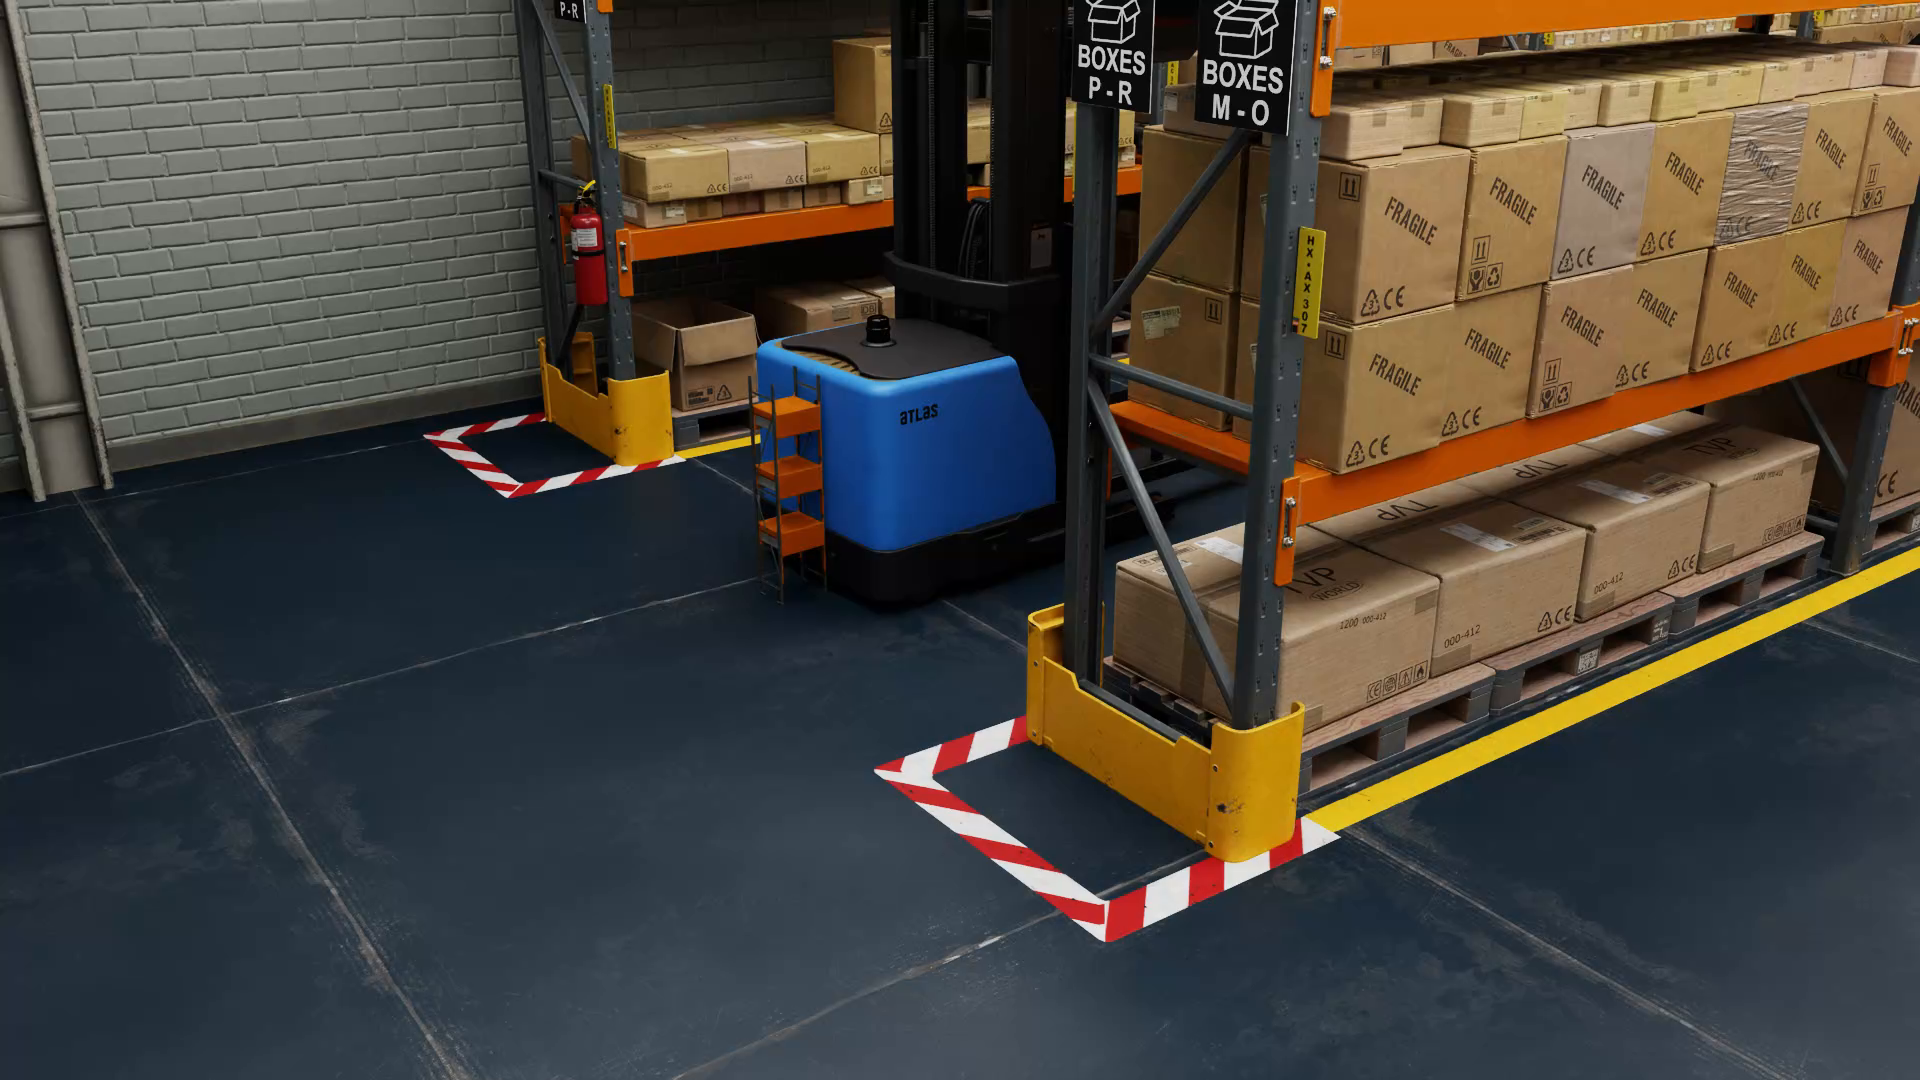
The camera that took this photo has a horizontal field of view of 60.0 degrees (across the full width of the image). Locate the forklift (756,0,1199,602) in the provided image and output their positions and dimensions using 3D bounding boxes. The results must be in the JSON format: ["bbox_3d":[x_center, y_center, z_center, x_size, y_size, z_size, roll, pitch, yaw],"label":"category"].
[{"bbox_3d":[0.480,-1.510,8.225,3.031,2.935,1.130,-17,27,-37],"label":"forklift"}]

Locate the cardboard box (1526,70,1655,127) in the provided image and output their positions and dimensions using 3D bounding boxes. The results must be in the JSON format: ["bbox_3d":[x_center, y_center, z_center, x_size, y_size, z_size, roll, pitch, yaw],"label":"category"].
[{"bbox_3d":[2.244,-1.587,5.966,0.250,0.149,0.380,-15,26,-32],"label":"cardboard box"}]

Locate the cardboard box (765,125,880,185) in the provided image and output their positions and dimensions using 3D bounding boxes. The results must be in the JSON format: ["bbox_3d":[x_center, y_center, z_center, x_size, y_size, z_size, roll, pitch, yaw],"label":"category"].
[{"bbox_3d":[-0.825,-2.303,9.920,0.500,0.250,0.500,-16,26,-34],"label":"cardboard box"}]

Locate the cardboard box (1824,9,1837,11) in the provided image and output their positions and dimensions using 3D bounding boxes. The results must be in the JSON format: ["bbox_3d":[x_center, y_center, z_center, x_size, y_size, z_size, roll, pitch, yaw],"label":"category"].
[{"bbox_3d":[8.003,-5.060,15.618,0.250,0.149,0.380,-14,26,-32],"label":"cardboard box"}]

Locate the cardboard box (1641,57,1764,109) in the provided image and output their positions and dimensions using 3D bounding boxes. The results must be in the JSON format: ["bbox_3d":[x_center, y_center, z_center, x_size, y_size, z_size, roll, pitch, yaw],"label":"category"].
[{"bbox_3d":[2.841,-1.762,6.406,0.250,0.149,0.380,-16,27,-34],"label":"cardboard box"}]

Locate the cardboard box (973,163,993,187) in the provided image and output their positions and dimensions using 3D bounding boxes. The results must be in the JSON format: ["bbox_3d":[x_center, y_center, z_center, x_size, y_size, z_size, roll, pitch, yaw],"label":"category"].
[{"bbox_3d":[0.151,-2.362,10.608,0.250,0.149,0.380,-15,26,-34],"label":"cardboard box"}]

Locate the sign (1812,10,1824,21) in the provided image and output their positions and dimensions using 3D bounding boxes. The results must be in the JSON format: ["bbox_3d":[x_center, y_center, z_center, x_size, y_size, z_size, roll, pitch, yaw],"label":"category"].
[{"bbox_3d":[7.896,-4.934,15.259,0.005,0.325,0.100,-15,26,-33],"label":"sign"}]

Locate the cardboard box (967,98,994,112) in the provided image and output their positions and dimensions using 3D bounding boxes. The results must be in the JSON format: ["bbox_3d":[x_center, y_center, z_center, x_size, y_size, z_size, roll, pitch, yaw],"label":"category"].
[{"bbox_3d":[0.115,-2.795,11.154,0.500,0.250,0.500,-15,26,-33],"label":"cardboard box"}]

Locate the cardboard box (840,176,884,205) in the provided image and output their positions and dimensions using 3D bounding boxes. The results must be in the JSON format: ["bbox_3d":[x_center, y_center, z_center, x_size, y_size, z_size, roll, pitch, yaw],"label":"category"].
[{"bbox_3d":[-0.668,-2.133,10.033,0.250,0.149,0.380,-16,27,-34],"label":"cardboard box"}]

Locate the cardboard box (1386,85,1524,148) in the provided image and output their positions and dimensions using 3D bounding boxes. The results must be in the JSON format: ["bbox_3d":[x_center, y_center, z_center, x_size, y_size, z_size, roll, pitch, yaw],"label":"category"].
[{"bbox_3d":[1.631,-1.410,5.523,0.250,0.149,0.380,-14,26,-31],"label":"cardboard box"}]

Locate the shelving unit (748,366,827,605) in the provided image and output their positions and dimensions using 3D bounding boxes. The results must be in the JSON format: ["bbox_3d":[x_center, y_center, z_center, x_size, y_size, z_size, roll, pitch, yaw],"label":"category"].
[{"bbox_3d":[-0.784,-0.246,7.595,0.252,1.050,0.215,-17,27,-36],"label":"shelving unit"}]

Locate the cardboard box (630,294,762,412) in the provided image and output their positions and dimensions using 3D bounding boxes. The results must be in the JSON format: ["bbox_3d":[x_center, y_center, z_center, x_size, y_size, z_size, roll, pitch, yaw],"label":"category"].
[{"bbox_3d":[-1.618,-1.136,9.999,0.637,0.503,0.797,-16,27,-35],"label":"cardboard box"}]

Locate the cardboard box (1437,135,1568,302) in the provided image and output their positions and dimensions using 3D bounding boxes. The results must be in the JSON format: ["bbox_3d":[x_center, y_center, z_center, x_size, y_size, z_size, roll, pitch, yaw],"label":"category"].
[{"bbox_3d":[1.704,-1.147,5.741,0.500,0.500,0.500,-16,27,-34],"label":"cardboard box"}]

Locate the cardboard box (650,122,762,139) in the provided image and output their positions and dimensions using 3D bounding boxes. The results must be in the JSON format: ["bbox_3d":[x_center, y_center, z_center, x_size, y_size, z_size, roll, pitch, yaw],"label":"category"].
[{"bbox_3d":[-1.532,-2.356,10.055,0.500,0.250,0.500,-15,26,-33],"label":"cardboard box"}]

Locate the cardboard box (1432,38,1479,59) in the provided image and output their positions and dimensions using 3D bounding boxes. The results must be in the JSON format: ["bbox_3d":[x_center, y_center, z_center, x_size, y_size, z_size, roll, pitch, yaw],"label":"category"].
[{"bbox_3d":[3.815,-3.906,13.435,0.500,0.500,0.500,-14,25,-30],"label":"cardboard box"}]

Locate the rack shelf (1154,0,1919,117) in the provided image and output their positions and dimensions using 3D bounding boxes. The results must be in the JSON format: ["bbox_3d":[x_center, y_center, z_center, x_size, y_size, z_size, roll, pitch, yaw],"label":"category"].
[{"bbox_3d":[2.356,-1.996,6.276,4.000,0.370,1.077,-15,26,-33],"label":"rack shelf"}]

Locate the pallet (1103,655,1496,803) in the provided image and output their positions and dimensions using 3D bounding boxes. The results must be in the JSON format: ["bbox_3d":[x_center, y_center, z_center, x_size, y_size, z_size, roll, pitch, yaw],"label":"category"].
[{"bbox_3d":[1.336,0.594,6.623,1.213,0.211,1.003,-15,26,-33],"label":"pallet"}]

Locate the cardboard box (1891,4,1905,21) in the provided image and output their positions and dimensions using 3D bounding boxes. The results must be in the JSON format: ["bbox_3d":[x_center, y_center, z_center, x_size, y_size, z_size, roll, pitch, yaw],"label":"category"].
[{"bbox_3d":[9.040,-5.200,16.371,0.250,0.149,0.380,-16,27,-35],"label":"cardboard box"}]

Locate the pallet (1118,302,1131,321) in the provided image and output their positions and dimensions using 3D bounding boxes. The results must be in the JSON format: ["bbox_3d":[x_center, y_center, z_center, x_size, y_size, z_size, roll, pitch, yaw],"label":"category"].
[{"bbox_3d":[1.716,-1.755,12.510,1.213,0.211,1.003,-15,26,-33],"label":"pallet"}]

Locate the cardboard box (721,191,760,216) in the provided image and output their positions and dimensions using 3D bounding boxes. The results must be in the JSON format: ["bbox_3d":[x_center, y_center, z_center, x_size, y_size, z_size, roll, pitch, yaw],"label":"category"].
[{"bbox_3d":[-1.370,-2.005,9.713,0.250,0.149,0.380,-15,26,-34],"label":"cardboard box"}]

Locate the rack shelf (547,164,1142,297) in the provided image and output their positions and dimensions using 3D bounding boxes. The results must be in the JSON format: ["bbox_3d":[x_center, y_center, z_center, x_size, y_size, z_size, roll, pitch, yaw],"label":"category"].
[{"bbox_3d":[-0.546,-2.096,10.572,4.000,0.370,1.077,-15,26,-33],"label":"rack shelf"}]

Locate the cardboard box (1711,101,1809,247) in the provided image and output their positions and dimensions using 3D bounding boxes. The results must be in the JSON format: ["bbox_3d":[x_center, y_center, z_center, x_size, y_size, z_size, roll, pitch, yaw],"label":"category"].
[{"bbox_3d":[2.933,-1.476,6.563,0.500,0.500,0.500,-15,26,-32],"label":"cardboard box"}]

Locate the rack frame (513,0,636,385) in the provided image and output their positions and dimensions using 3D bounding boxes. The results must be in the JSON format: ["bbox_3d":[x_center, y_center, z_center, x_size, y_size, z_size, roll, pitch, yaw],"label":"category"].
[{"bbox_3d":[-2.169,-1.997,9.354,0.127,3.000,1.000,-15,26,-33],"label":"rack frame"}]

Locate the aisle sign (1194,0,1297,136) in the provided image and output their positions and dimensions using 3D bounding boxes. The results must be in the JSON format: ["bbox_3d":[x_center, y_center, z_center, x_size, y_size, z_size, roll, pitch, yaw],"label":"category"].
[{"bbox_3d":[0.843,-1.609,4.874,0.004,0.787,0.394,-15,26,-33],"label":"aisle sign"}]

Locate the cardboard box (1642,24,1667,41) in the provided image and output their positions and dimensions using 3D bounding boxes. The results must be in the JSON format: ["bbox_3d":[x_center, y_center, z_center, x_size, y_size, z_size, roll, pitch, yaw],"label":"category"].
[{"bbox_3d":[5.797,-4.339,14.213,0.250,0.149,0.380,-14,26,-32],"label":"cardboard box"}]

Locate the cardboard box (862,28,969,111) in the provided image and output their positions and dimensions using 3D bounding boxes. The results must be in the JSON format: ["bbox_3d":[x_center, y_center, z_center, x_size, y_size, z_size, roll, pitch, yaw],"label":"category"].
[{"bbox_3d":[-0.287,-3.037,10.750,0.500,0.500,0.500,-16,27,-34],"label":"cardboard box"}]

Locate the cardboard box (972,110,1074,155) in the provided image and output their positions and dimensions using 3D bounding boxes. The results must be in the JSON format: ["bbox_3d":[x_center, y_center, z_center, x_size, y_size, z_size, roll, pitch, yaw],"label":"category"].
[{"bbox_3d":[0.409,-2.635,10.753,0.500,0.250,0.500,-15,26,-33],"label":"cardboard box"}]

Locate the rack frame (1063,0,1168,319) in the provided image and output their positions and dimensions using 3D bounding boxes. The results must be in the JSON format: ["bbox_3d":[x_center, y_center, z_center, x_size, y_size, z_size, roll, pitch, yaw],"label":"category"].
[{"bbox_3d":[1.078,-2.863,11.523,0.127,3.000,1.000,-15,26,-33],"label":"rack frame"}]

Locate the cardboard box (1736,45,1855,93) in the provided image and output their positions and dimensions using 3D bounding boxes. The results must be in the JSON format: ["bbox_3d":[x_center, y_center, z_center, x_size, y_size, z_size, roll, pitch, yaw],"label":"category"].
[{"bbox_3d":[3.430,-1.945,6.863,0.250,0.149,0.380,-15,26,-33],"label":"cardboard box"}]

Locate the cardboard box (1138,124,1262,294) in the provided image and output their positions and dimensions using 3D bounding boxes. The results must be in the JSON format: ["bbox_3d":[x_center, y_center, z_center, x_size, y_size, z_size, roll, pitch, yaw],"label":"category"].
[{"bbox_3d":[0.985,-1.191,5.850,0.500,0.500,0.500,-14,26,-31],"label":"cardboard box"}]

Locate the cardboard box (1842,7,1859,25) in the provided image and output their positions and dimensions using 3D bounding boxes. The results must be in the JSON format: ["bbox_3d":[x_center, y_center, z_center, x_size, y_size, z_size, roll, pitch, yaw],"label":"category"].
[{"bbox_3d":[8.388,-5.053,16.003,0.250,0.149,0.380,-15,26,-33],"label":"cardboard box"}]

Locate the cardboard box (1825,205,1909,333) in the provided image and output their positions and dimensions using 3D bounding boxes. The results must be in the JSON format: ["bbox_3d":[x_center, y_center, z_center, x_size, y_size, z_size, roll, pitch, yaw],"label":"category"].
[{"bbox_3d":[3.752,-1.239,7.320,0.500,0.500,0.500,-15,26,-32],"label":"cardboard box"}]

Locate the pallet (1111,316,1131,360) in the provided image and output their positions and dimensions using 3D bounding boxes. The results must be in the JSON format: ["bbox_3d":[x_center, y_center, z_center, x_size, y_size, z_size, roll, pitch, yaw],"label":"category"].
[{"bbox_3d":[0.519,-1.419,11.668,1.213,0.211,1.003,-15,26,-33],"label":"pallet"}]

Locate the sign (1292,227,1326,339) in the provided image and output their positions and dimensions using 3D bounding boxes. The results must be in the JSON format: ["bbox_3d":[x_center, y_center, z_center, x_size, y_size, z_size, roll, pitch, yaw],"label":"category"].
[{"bbox_3d":[1.052,-0.775,5.017,0.005,0.325,0.100,-15,26,-33],"label":"sign"}]

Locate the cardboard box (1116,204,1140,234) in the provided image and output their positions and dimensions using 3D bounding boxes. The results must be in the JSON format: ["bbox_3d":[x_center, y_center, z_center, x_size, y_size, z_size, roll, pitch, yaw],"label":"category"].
[{"bbox_3d":[1.208,-2.365,12.206,0.250,0.149,0.380,-16,27,-35],"label":"cardboard box"}]

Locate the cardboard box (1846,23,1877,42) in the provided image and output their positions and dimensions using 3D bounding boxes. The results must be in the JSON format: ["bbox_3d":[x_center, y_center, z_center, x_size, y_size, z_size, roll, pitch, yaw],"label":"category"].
[{"bbox_3d":[8.497,-4.776,16.183,0.500,0.500,0.500,-14,26,-32],"label":"cardboard box"}]

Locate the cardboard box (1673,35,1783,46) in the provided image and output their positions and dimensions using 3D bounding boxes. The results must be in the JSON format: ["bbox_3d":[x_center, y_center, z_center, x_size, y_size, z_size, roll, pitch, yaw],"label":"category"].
[{"bbox_3d":[3.373,-2.132,7.332,0.250,0.149,0.380,-14,26,-32],"label":"cardboard box"}]

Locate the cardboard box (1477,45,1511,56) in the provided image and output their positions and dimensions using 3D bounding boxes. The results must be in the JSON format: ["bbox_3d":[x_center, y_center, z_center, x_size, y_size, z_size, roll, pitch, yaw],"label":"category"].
[{"bbox_3d":[4.527,-4.072,14.081,0.500,0.250,0.500,-14,26,-32],"label":"cardboard box"}]

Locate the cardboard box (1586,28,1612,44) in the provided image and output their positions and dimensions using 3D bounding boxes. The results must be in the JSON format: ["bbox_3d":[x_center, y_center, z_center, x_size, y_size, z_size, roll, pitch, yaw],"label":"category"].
[{"bbox_3d":[5.165,-4.178,13.810,0.250,0.149,0.380,-14,26,-31],"label":"cardboard box"}]

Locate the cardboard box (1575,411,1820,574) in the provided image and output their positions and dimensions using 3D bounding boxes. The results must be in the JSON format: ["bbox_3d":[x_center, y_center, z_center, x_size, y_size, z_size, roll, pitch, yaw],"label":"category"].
[{"bbox_3d":[3.407,-0.272,7.920,0.875,0.438,0.875,-15,26,-34],"label":"cardboard box"}]

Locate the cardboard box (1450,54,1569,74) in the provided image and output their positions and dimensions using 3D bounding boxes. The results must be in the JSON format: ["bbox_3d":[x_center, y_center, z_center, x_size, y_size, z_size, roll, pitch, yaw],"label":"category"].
[{"bbox_3d":[2.135,-1.798,6.497,0.250,0.149,0.380,-14,26,-31],"label":"cardboard box"}]

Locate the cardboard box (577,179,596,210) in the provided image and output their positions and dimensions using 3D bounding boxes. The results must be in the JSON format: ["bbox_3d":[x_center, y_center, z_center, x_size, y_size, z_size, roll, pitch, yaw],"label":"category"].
[{"bbox_3d":[-2.057,-2.033,9.782,0.250,0.149,0.380,-15,26,-33],"label":"cardboard box"}]

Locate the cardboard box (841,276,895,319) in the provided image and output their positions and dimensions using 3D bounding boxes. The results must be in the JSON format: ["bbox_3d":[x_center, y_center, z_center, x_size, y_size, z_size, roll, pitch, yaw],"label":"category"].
[{"bbox_3d":[-0.413,-1.393,10.645,0.500,0.500,0.500,-14,26,-32],"label":"cardboard box"}]

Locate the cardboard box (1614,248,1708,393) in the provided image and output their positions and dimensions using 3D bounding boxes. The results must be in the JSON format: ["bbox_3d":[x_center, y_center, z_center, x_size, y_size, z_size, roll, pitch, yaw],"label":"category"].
[{"bbox_3d":[2.504,-0.904,6.481,0.500,0.500,0.500,-14,26,-31],"label":"cardboard box"}]

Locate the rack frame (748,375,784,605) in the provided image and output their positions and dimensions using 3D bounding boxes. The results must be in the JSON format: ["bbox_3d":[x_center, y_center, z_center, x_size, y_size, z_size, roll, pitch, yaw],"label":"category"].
[{"bbox_3d":[-0.877,-0.217,7.523,0.008,1.050,0.200,-17,27,-36],"label":"rack frame"}]

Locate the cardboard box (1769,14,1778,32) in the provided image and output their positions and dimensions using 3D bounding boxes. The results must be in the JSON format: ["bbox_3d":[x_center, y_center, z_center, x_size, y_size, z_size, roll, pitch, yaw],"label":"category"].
[{"bbox_3d":[7.225,-4.740,15.218,0.250,0.149,0.380,-15,26,-34],"label":"cardboard box"}]

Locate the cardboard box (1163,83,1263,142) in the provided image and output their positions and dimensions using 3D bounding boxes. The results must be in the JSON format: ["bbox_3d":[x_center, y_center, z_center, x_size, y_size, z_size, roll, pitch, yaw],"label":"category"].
[{"bbox_3d":[0.907,-1.455,5.635,0.250,0.149,0.380,-15,26,-32],"label":"cardboard box"}]

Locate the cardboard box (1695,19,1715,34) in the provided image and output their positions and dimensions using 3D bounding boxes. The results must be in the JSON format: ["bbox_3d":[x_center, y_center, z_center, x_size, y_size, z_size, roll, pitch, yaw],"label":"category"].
[{"bbox_3d":[6.404,-4.516,14.656,0.250,0.149,0.380,-15,26,-32],"label":"cardboard box"}]

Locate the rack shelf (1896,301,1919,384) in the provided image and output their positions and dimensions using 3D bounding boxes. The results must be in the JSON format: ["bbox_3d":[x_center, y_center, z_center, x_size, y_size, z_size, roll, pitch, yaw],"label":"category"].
[{"bbox_3d":[5.603,-1.469,9.001,4.000,0.370,1.077,-15,26,-33],"label":"rack shelf"}]

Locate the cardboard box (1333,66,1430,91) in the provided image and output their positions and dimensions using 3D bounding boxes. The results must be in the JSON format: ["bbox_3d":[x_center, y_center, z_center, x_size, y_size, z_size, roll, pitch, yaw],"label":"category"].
[{"bbox_3d":[1.488,-1.640,6.100,0.250,0.149,0.380,-14,26,-32],"label":"cardboard box"}]

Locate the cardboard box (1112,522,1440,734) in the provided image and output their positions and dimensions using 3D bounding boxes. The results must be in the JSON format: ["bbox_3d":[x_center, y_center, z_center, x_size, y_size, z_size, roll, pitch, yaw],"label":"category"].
[{"bbox_3d":[1.210,0.318,6.444,0.875,0.438,0.875,-16,27,-35],"label":"cardboard box"}]

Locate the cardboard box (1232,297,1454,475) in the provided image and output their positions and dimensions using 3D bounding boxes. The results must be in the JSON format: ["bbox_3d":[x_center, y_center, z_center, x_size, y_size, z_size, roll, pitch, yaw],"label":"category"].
[{"bbox_3d":[1.290,-0.568,5.639,0.500,0.500,0.500,-15,26,-33],"label":"cardboard box"}]

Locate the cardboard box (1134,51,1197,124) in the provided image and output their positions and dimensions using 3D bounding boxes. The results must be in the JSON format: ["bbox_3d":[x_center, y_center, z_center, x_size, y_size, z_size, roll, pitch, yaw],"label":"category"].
[{"bbox_3d":[1.601,-3.142,11.521,0.500,0.500,0.700,-14,26,-32],"label":"cardboard box"}]

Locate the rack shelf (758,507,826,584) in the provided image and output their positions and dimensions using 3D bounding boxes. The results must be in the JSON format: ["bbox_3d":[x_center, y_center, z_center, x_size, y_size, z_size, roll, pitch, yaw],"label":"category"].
[{"bbox_3d":[-0.784,0.022,7.702,0.240,0.259,0.215,-17,27,-36],"label":"rack shelf"}]

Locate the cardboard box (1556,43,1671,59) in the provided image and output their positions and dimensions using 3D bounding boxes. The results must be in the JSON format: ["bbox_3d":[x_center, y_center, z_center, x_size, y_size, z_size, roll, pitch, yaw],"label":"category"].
[{"bbox_3d":[2.720,-1.980,6.951,0.250,0.149,0.380,-16,27,-34],"label":"cardboard box"}]
